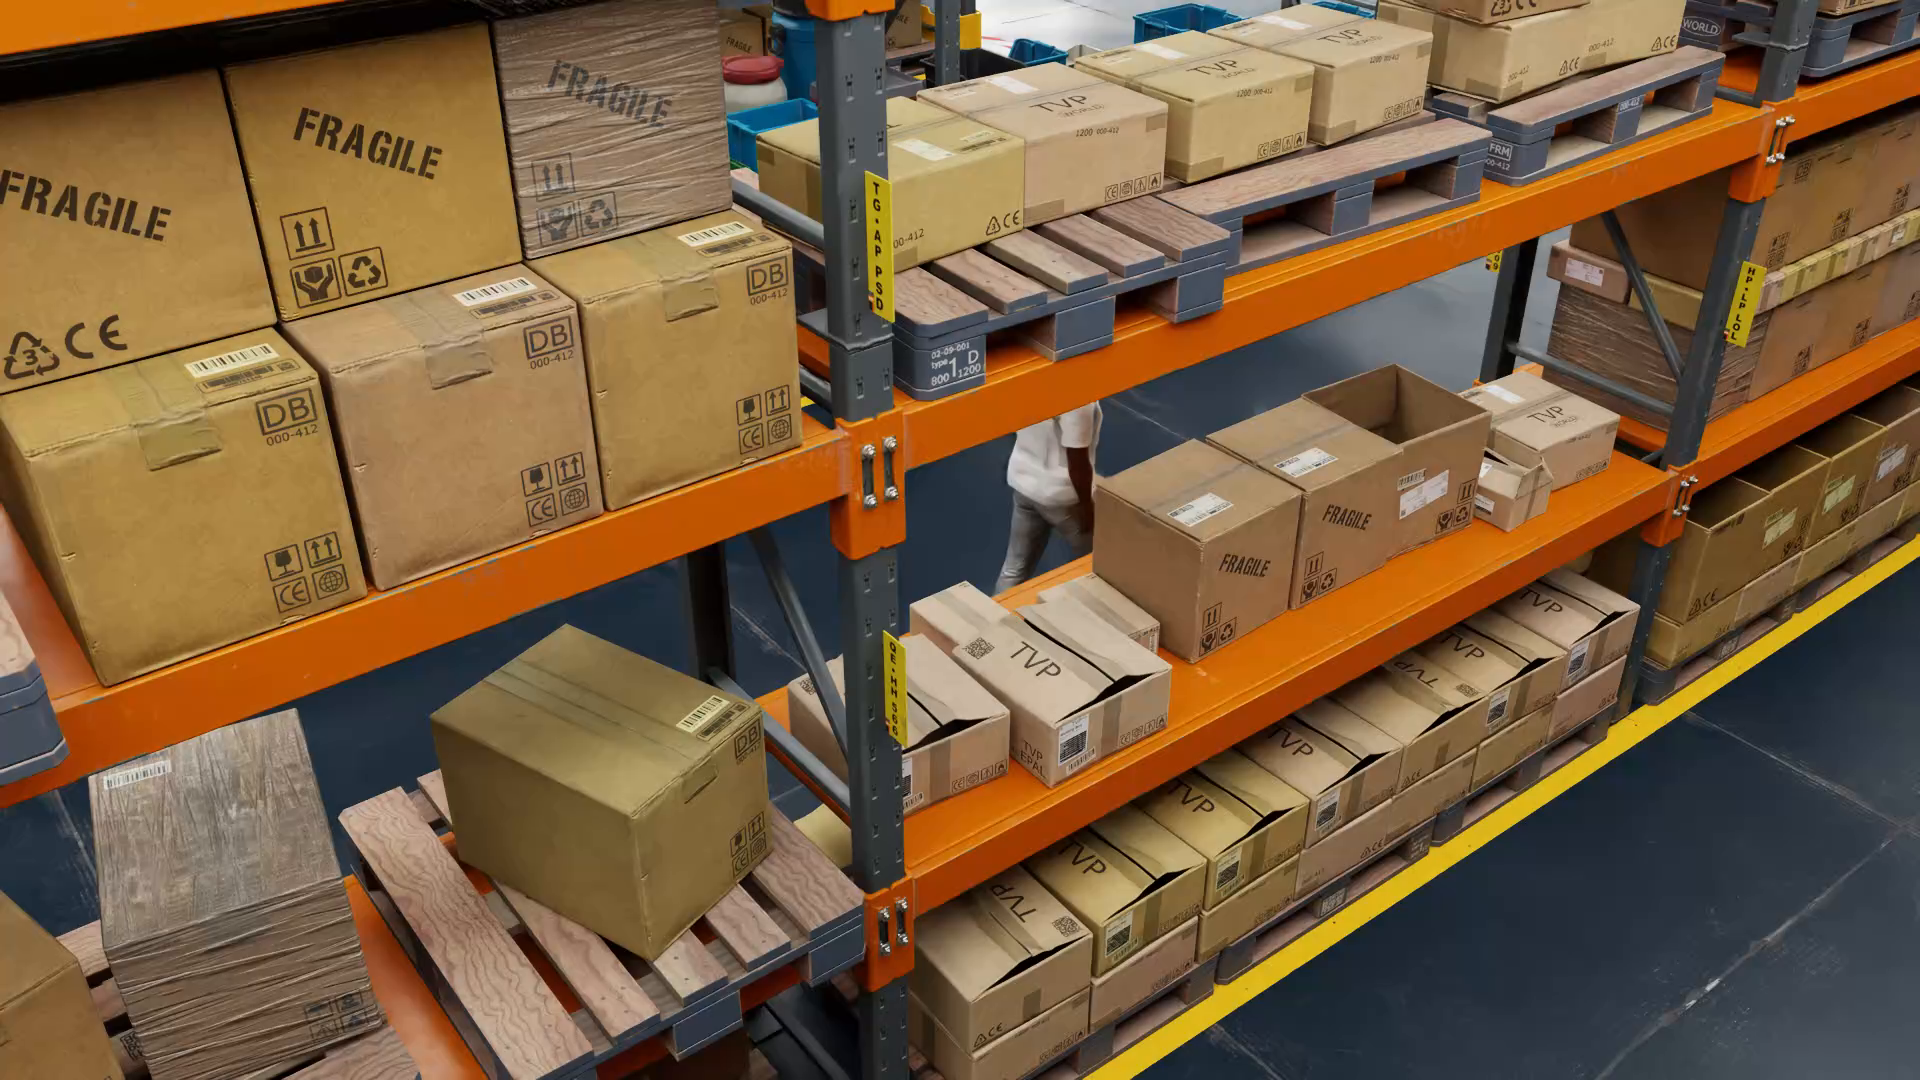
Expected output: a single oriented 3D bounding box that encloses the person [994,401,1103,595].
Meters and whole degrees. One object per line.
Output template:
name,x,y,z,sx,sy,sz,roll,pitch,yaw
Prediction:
person,0.480,-0.288,7.559,0.834,1.741,0.572,-23,38,-32
